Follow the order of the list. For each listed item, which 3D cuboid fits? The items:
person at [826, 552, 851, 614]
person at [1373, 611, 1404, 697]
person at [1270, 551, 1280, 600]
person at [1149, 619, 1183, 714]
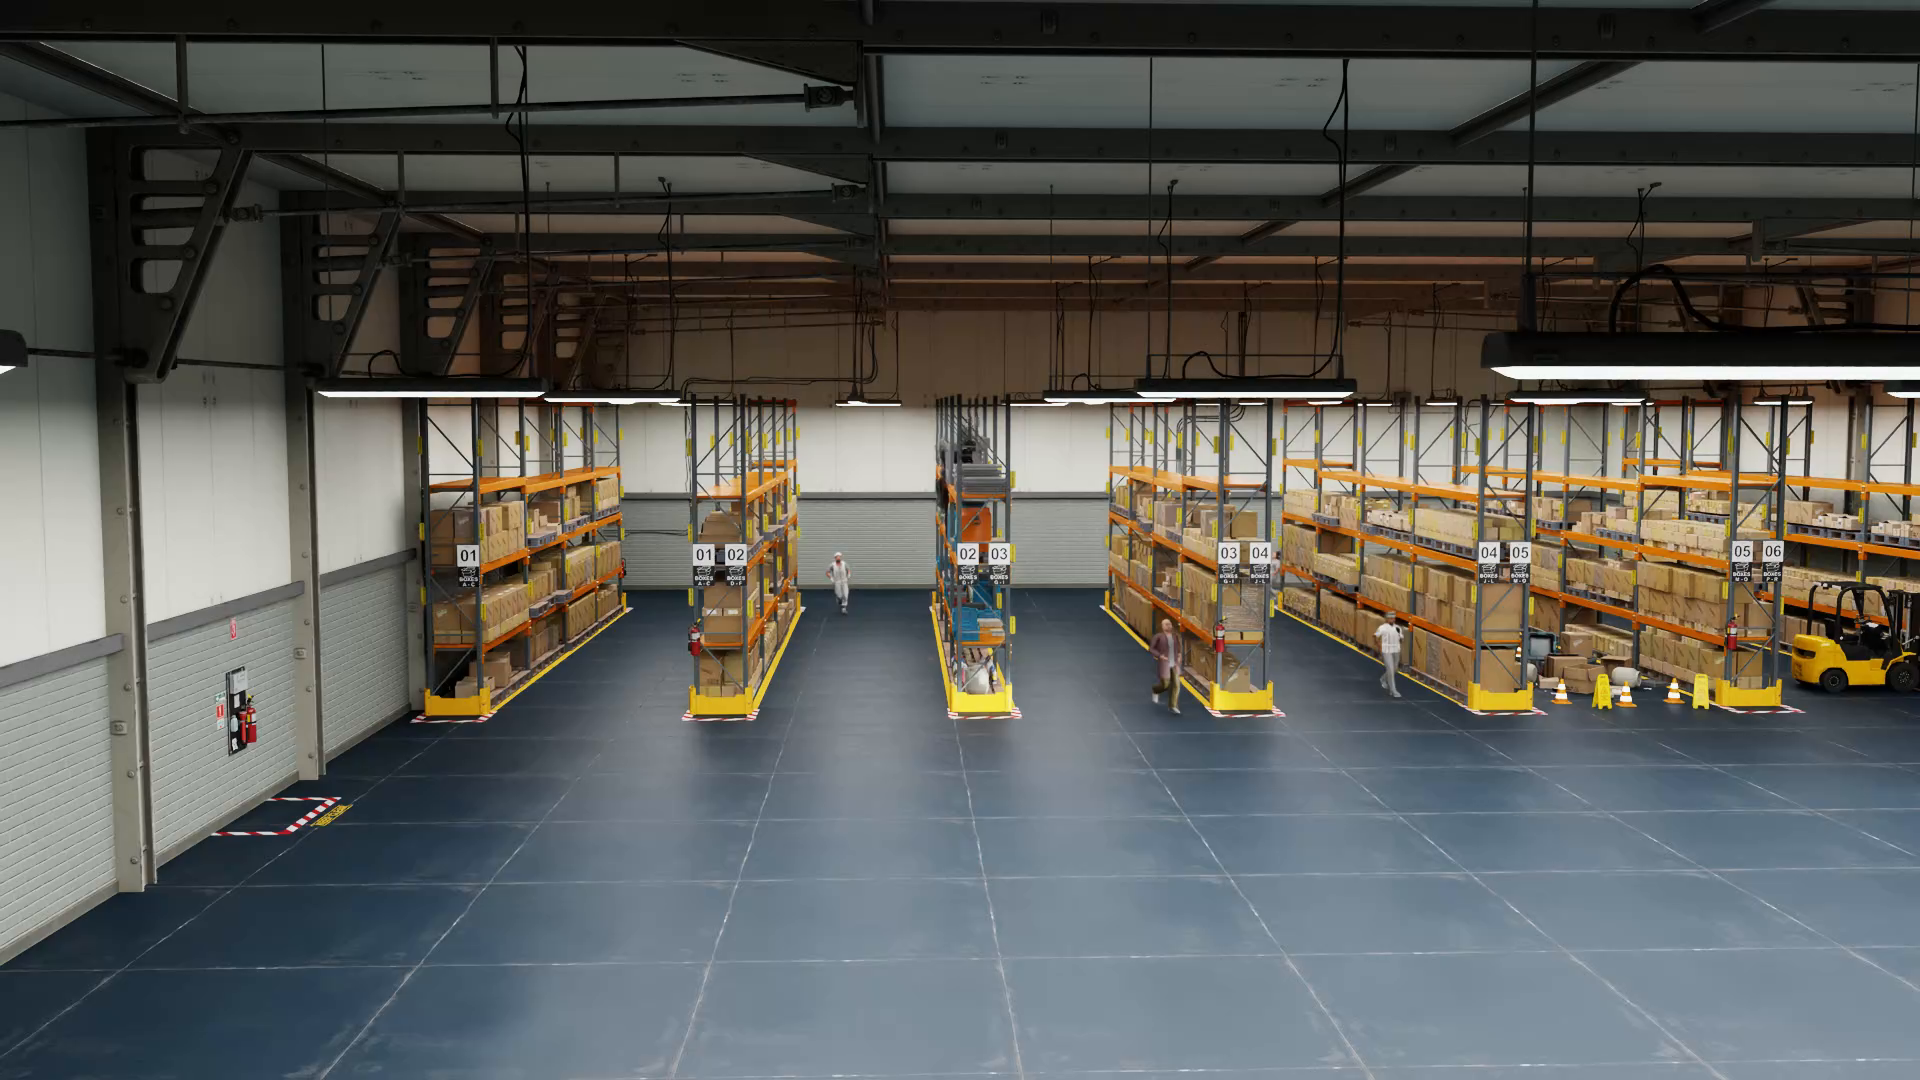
[{"bbox_3d":[-3.354,1.208,46.399,0.676,1.735,0.623,-2,5,-20],"label":"person"},{"bbox_3d":[8.603,2.246,33.240,0.580,1.676,0.916,-1,5,-16],"label":"person"},{"bbox_3d":[9.205,1.087,49.071,0.518,1.585,0.655,1,5,13],"label":"person"},{"bbox_3d":[3.944,2.374,31.491,0.725,1.749,0.949,-2,5,-22],"label":"person"}]
